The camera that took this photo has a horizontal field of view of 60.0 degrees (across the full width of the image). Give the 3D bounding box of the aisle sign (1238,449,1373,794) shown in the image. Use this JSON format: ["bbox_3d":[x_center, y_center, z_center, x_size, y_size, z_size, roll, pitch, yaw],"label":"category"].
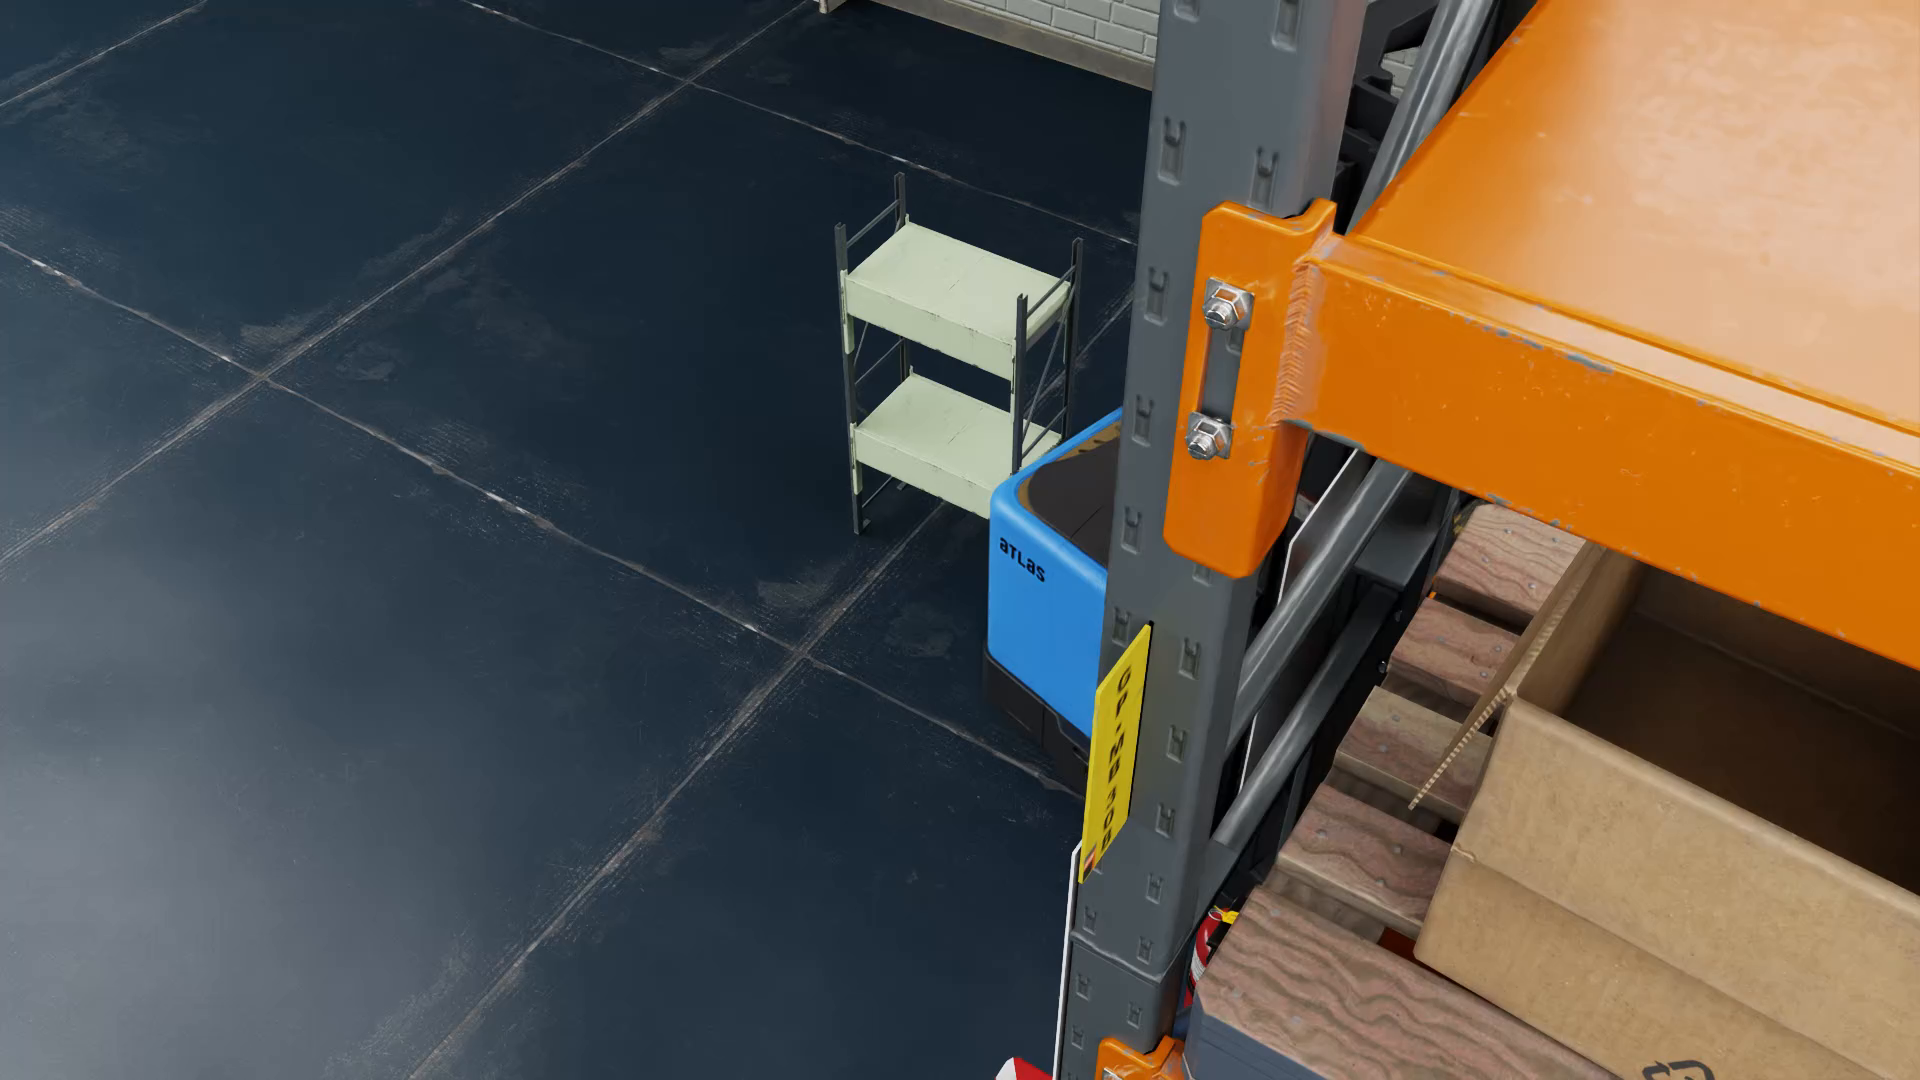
[{"bbox_3d":[0.563,0.160,2.691,0.004,0.787,0.394,25,51,22],"label":"aisle sign"}]

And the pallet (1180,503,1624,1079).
[{"bbox_3d":[1.041,0.543,2.101,1.213,0.211,1.003,25,51,22],"label":"pallet"}]

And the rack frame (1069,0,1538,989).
[{"bbox_3d":[0.460,-0.822,1.274,0.127,3.000,1.000,25,51,22],"label":"rack frame"}]

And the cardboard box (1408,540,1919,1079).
[{"bbox_3d":[0.941,0.217,1.894,0.637,0.503,0.797,28,52,25],"label":"cardboard box"}]

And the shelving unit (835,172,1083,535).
[{"bbox_3d":[-0.006,-0.525,6.215,0.755,1.500,0.431,25,51,22],"label":"shelving unit"}]

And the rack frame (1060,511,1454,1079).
[{"bbox_3d":[0.460,1.268,3.426,0.127,3.000,1.000,25,51,22],"label":"rack frame"}]

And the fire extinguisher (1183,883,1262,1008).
[{"bbox_3d":[0.611,0.969,3.771,0.183,0.674,0.296,25,51,22],"label":"fire extinguisher"}]

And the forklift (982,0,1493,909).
[{"bbox_3d":[1.446,0.117,4.593,1.130,2.935,3.031,-33,54,-28],"label":"forklift"}]

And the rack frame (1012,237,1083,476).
[{"bbox_3d":[0.302,-0.384,6.077,0.023,1.500,0.400,25,51,22],"label":"rack frame"}]

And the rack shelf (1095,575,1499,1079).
[{"bbox_3d":[2.143,1.248,1.856,4.000,0.370,1.077,25,51,22],"label":"rack shelf"}]

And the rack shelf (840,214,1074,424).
[{"bbox_3d":[-0.006,-0.797,5.935,0.720,0.370,0.431,25,51,22],"label":"rack shelf"}]

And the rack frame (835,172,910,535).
[{"bbox_3d":[-0.314,-0.667,6.352,0.023,1.500,0.400,25,51,22],"label":"rack frame"}]

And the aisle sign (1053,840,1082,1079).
[{"bbox_3d":[0.239,0.522,2.339,0.004,0.787,0.394,25,51,22],"label":"aisle sign"}]

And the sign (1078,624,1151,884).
[{"bbox_3d":[0.155,0.224,1.685,0.005,0.325,0.100,25,51,22],"label":"sign"}]

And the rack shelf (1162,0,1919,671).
[{"bbox_3d":[2.143,0.342,0.923,4.000,0.370,1.077,25,51,22],"label":"rack shelf"}]

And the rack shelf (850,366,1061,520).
[{"bbox_3d":[-0.006,-0.298,6.448,0.720,0.370,0.431,25,51,22],"label":"rack shelf"}]
